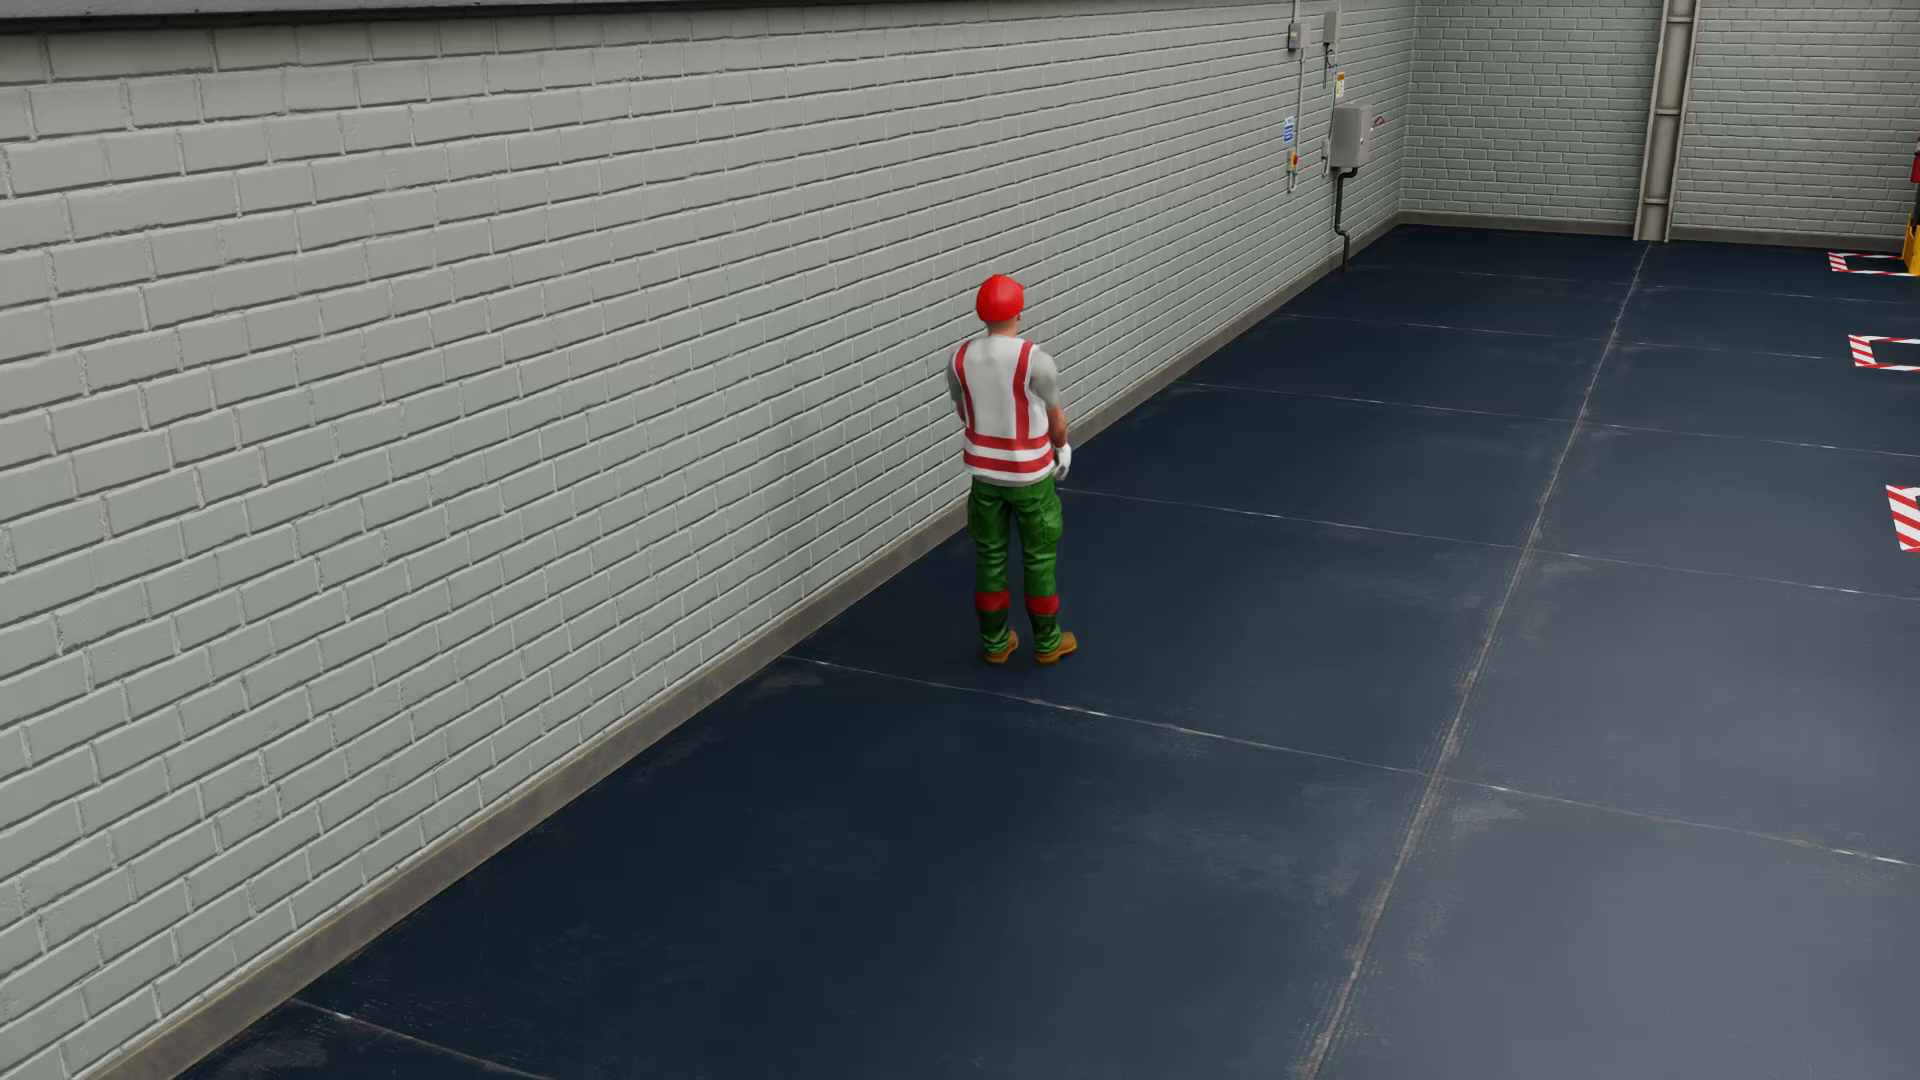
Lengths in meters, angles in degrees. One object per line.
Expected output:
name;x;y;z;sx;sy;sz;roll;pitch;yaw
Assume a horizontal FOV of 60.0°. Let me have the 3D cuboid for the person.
person;0.236;-0.314;7.431;0.529;1.793;0.511;8;20;23
